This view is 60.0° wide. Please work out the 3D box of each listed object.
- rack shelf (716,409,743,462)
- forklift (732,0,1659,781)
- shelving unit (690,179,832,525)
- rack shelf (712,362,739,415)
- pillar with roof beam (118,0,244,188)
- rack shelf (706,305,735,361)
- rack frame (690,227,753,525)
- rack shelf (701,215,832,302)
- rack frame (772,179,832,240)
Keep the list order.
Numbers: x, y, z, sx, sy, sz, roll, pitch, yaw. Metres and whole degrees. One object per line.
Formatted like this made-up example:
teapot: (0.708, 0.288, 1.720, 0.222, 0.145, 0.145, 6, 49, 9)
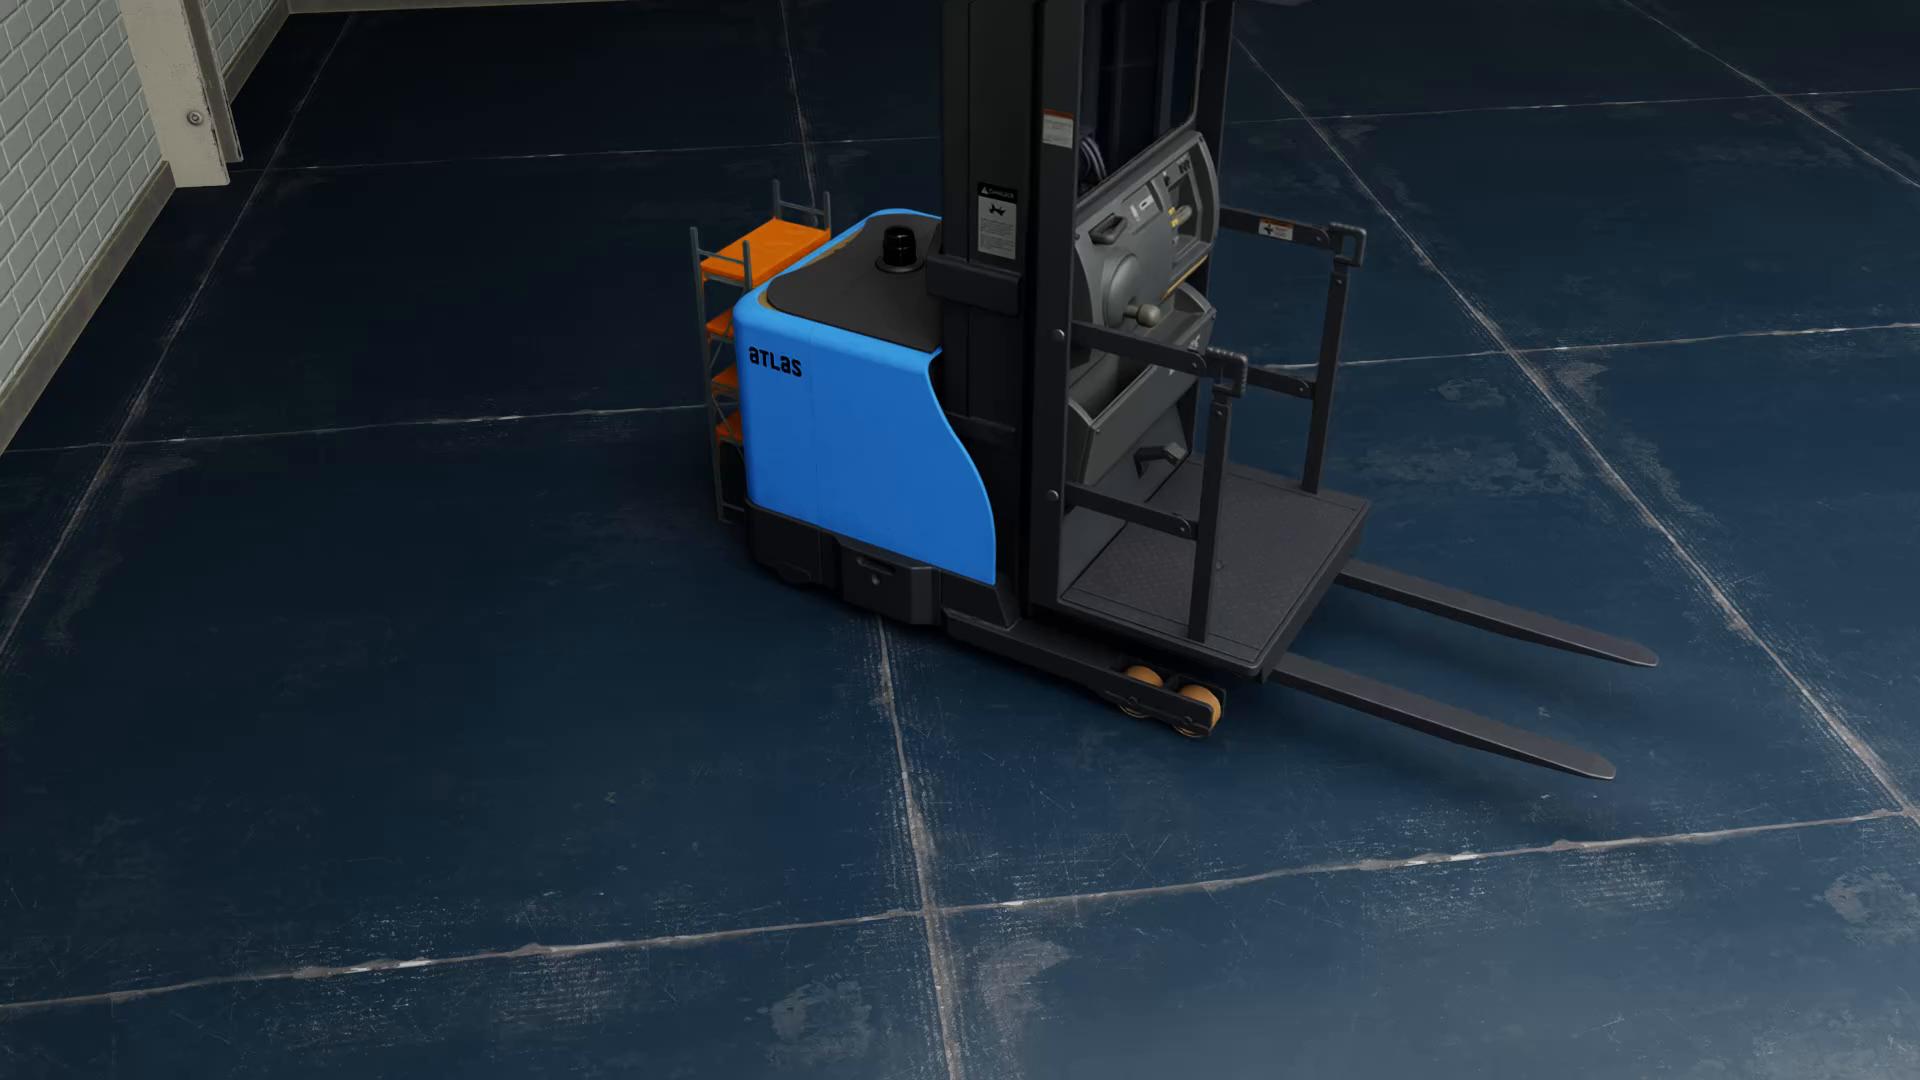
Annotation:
rack shelf: (-0.695, -0.439, 6.301, 0.258, 0.148, 0.480, 18, 38, 24)
forklift: (0.758, -0.923, 5.001, 3.031, 2.935, 1.130, 18, 38, 25)
shelving unit: (-0.695, -0.659, 6.151, 0.258, 1.200, 0.503, 18, 38, 24)
rack shelf: (-0.695, -0.603, 6.189, 0.258, 0.148, 0.480, 18, 38, 24)
pillar with roof beam: (0.079, -6.088, 7.193, 9.100, 9.000, 0.400, -4, 35, -6)
rack shelf: (-0.695, -0.788, 6.063, 0.258, 0.148, 0.480, 18, 38, 24)
rack frame: (-0.816, -0.539, 5.976, 0.240, 1.200, 0.015, 18, 38, 24)
rack shelf: (-0.695, -0.983, 5.930, 0.258, 0.148, 0.480, 18, 38, 24)
rack frame: (-0.573, -0.778, 6.326, 0.240, 1.200, 0.015, 18, 38, 24)
